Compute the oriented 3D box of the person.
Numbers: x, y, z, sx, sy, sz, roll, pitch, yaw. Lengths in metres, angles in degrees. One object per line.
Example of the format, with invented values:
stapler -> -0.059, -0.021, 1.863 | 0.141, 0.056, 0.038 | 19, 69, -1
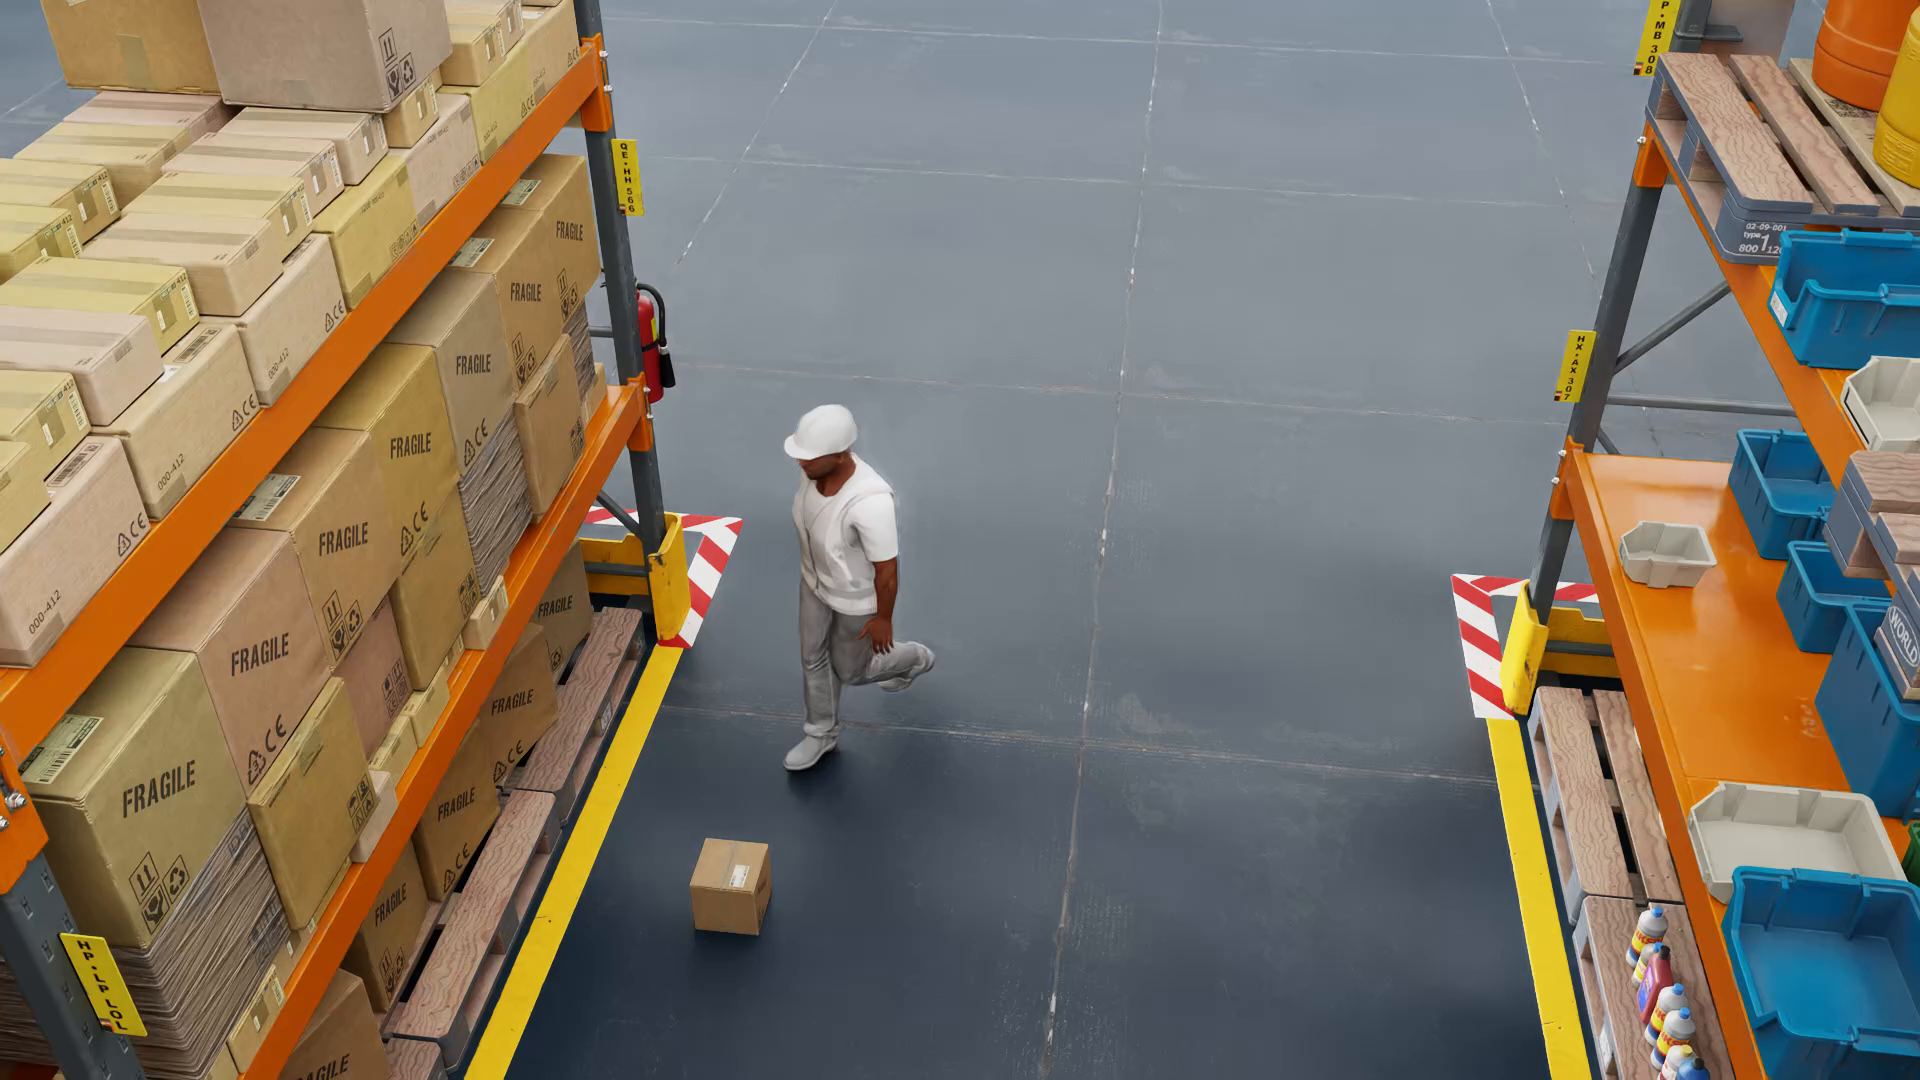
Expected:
person -> -0.427, 0.163, 6.795 | 0.805, 1.747, 0.642 | -26, 43, -31
